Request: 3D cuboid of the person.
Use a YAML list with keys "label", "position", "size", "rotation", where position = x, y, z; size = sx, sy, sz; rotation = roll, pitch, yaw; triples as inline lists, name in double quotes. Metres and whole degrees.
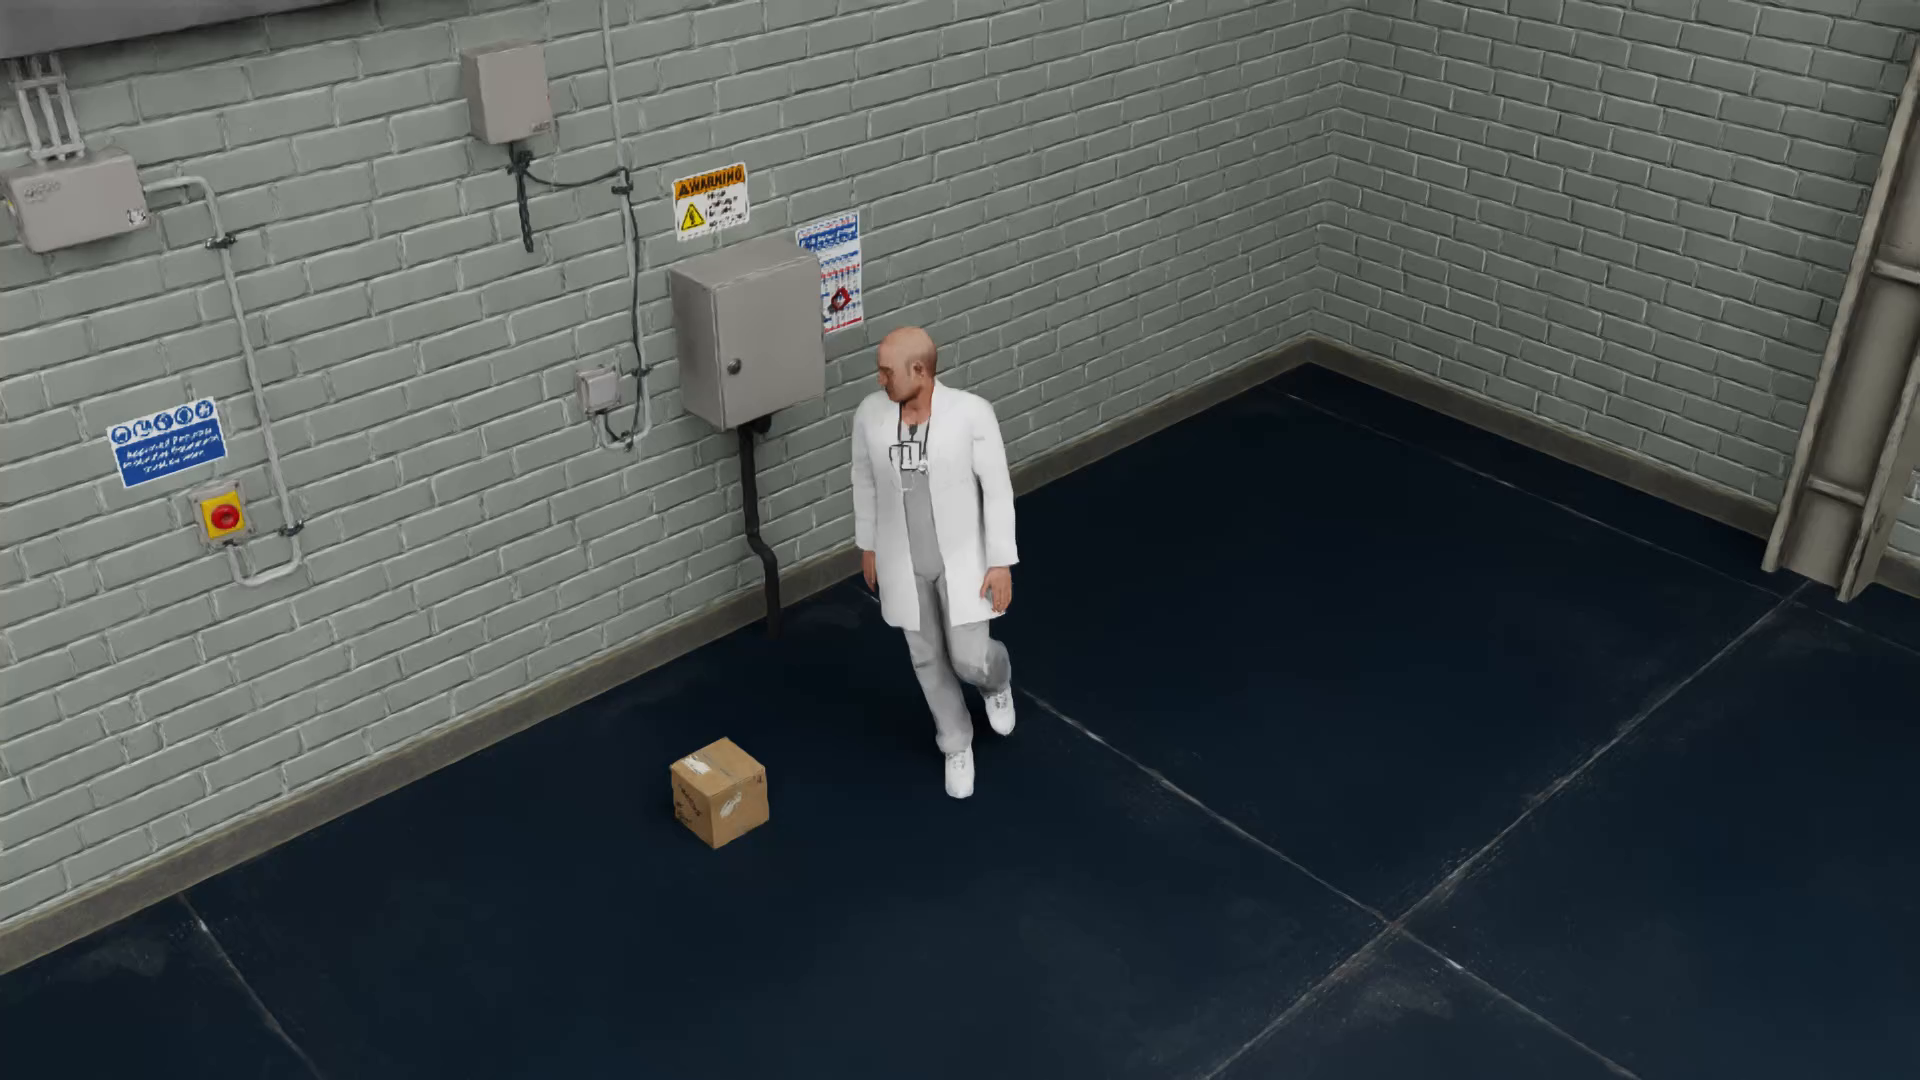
- label: "person"
  position: [-0.097, 0.069, 6.053]
  size: [0.652, 1.764, 0.595]
  rotation: [6, 32, 10]
